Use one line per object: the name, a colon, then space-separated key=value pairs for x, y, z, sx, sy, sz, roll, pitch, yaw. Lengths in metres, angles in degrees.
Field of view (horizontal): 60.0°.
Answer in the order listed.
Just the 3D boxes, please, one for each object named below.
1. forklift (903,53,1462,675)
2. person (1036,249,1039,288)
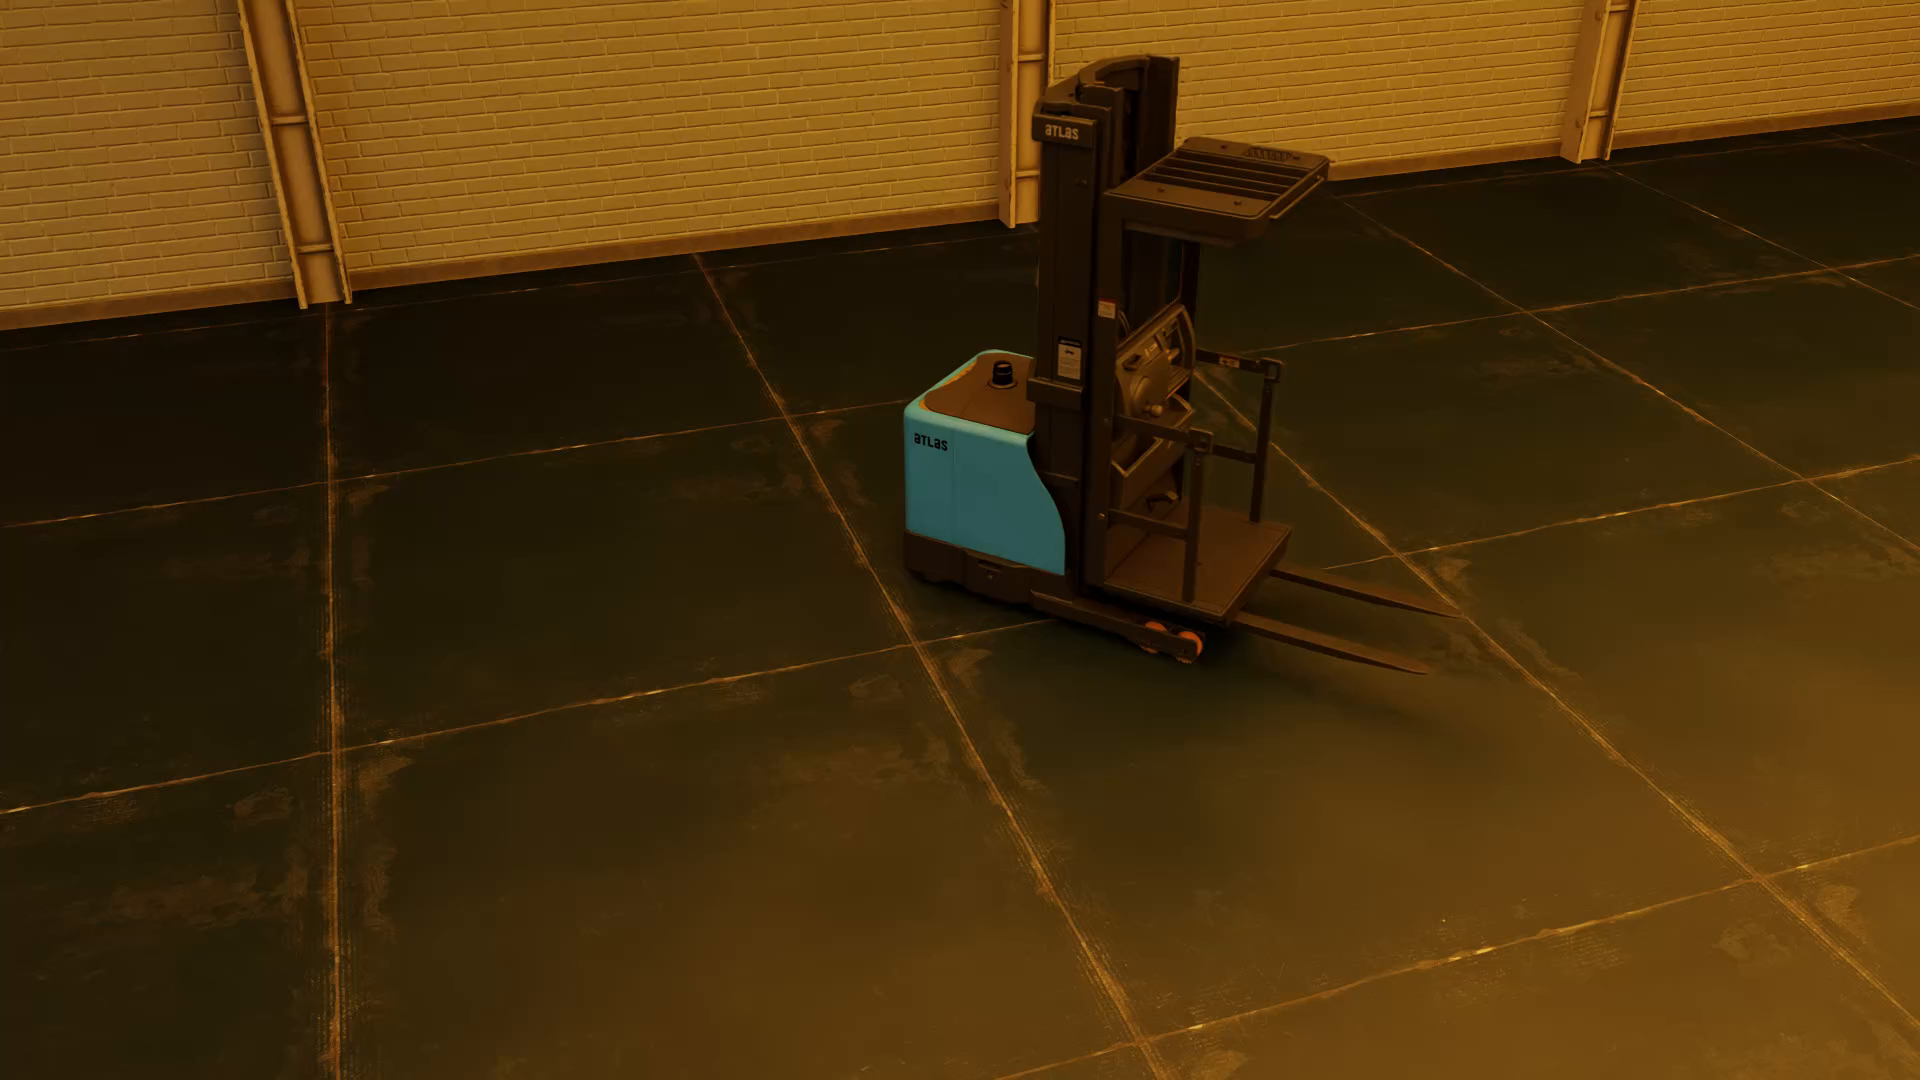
forklift: x=1.210 y=-0.918 z=8.682 sx=3.031 sy=2.935 sz=1.130 roll=16 pitch=33 yaw=25
person: x=0.775 y=-1.765 z=11.554 sx=0.504 sy=1.603 sz=0.888 roll=-3 pitch=30 yaw=-5
